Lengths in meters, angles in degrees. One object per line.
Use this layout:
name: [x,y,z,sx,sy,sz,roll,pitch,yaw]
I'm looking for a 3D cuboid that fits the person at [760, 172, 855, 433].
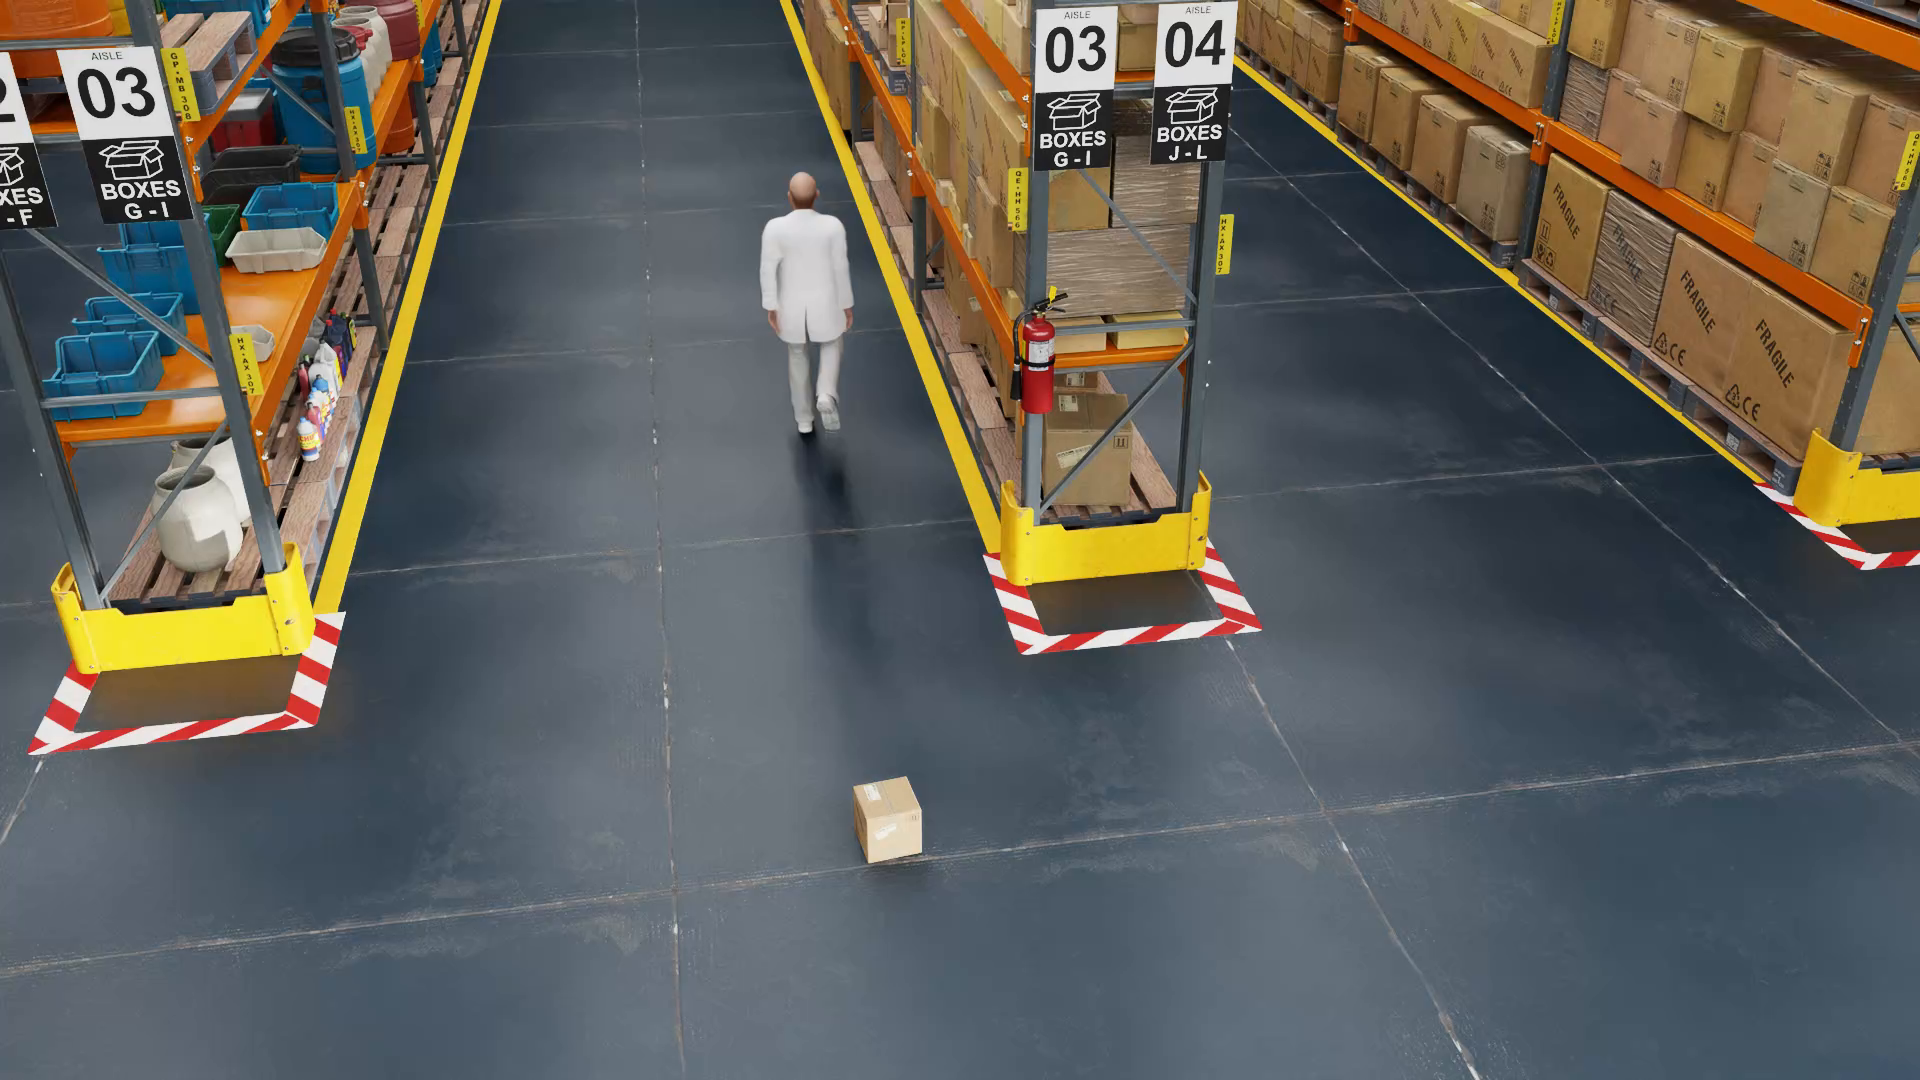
person: [-0.973,-1.514,10.703,0.590,1.766,0.574,-2,30,-4]
